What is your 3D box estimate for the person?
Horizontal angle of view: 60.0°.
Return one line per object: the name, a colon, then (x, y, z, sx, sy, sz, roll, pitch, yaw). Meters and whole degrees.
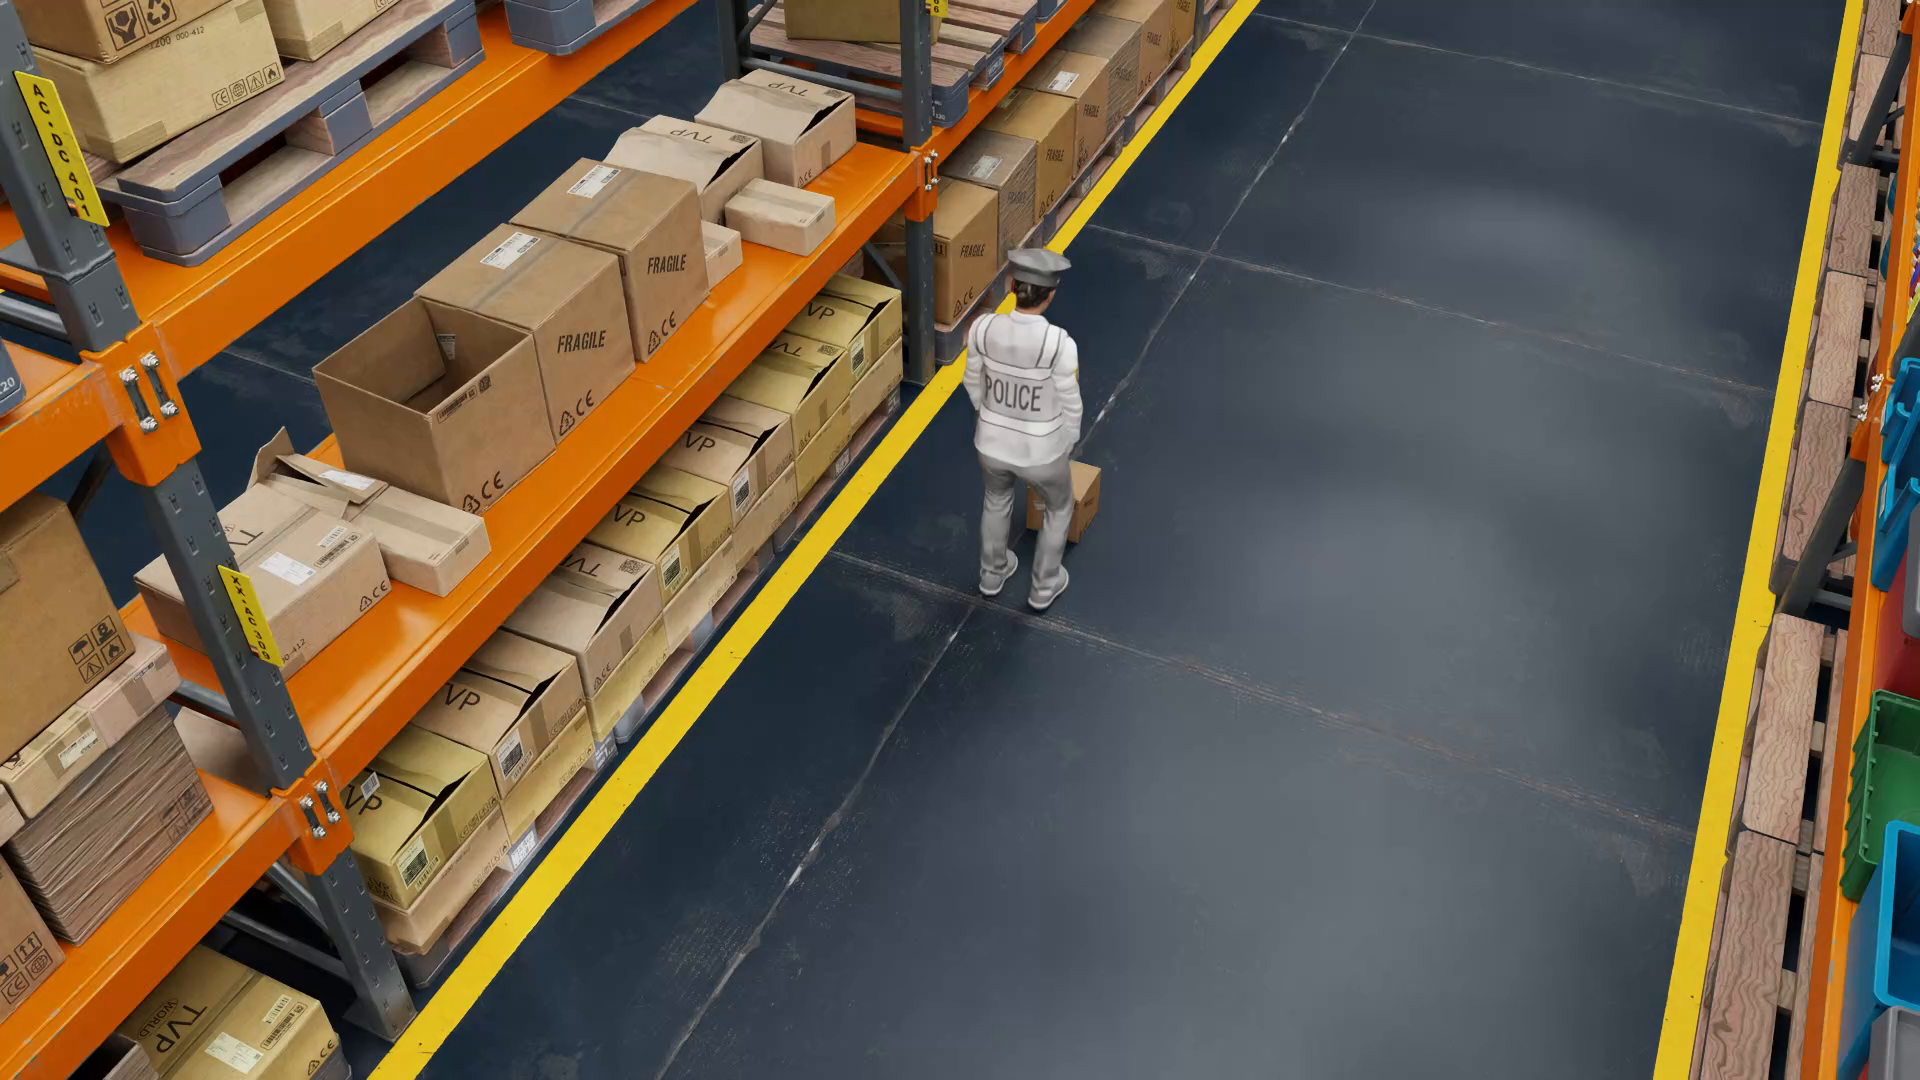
person: (0.249, -0.417, 6.665, 0.504, 1.616, 0.465, 18, 45, 19)
